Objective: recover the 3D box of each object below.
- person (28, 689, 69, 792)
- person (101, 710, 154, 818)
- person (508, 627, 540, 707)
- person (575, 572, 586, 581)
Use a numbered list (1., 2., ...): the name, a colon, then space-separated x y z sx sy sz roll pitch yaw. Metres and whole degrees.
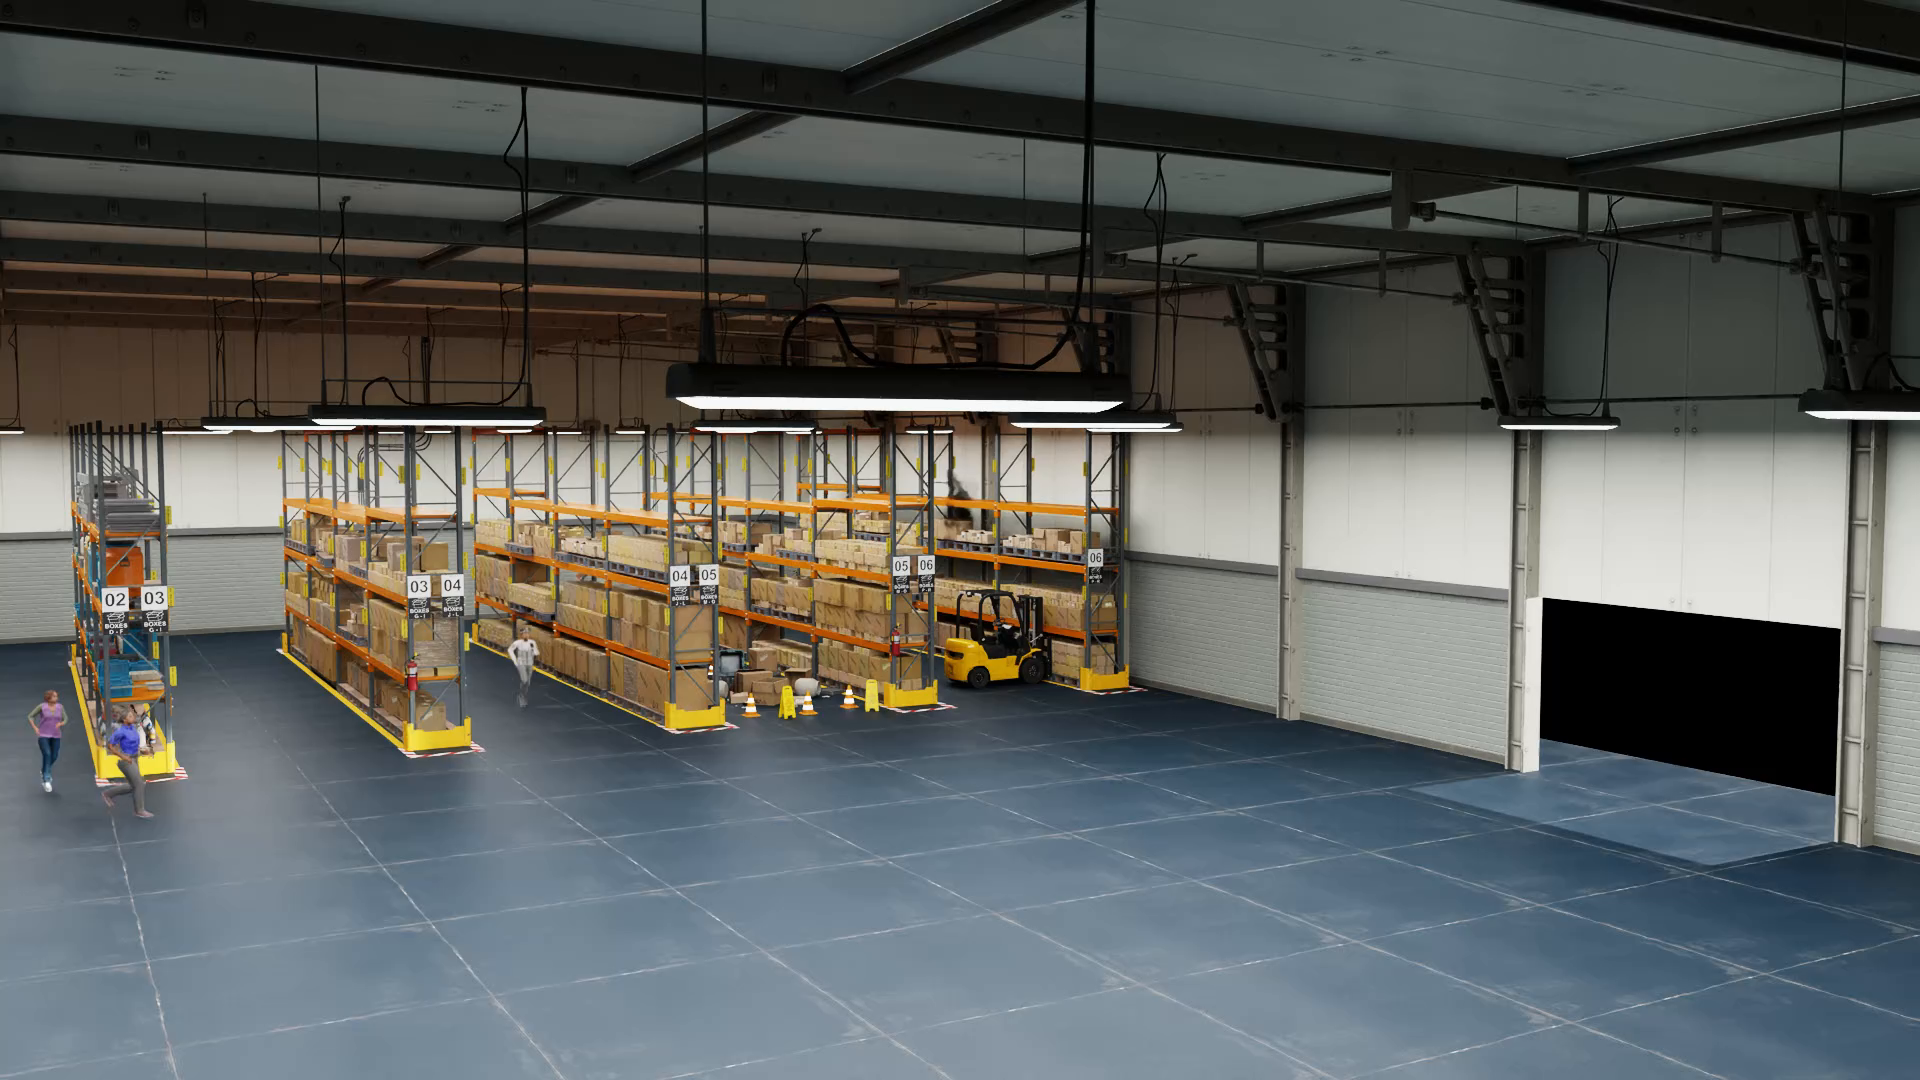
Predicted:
1. person: -14.874 3.241 27.208 0.869 1.600 0.543 3 4 38
2. person: -12.566 3.374 25.029 0.780 1.646 0.578 0 4 -6
3. person: -9.292 2.701 35.495 0.583 1.723 0.724 -3 4 -36
4. person: -11.440 1.746 50.137 0.740 1.767 0.667 -3 5 -42
